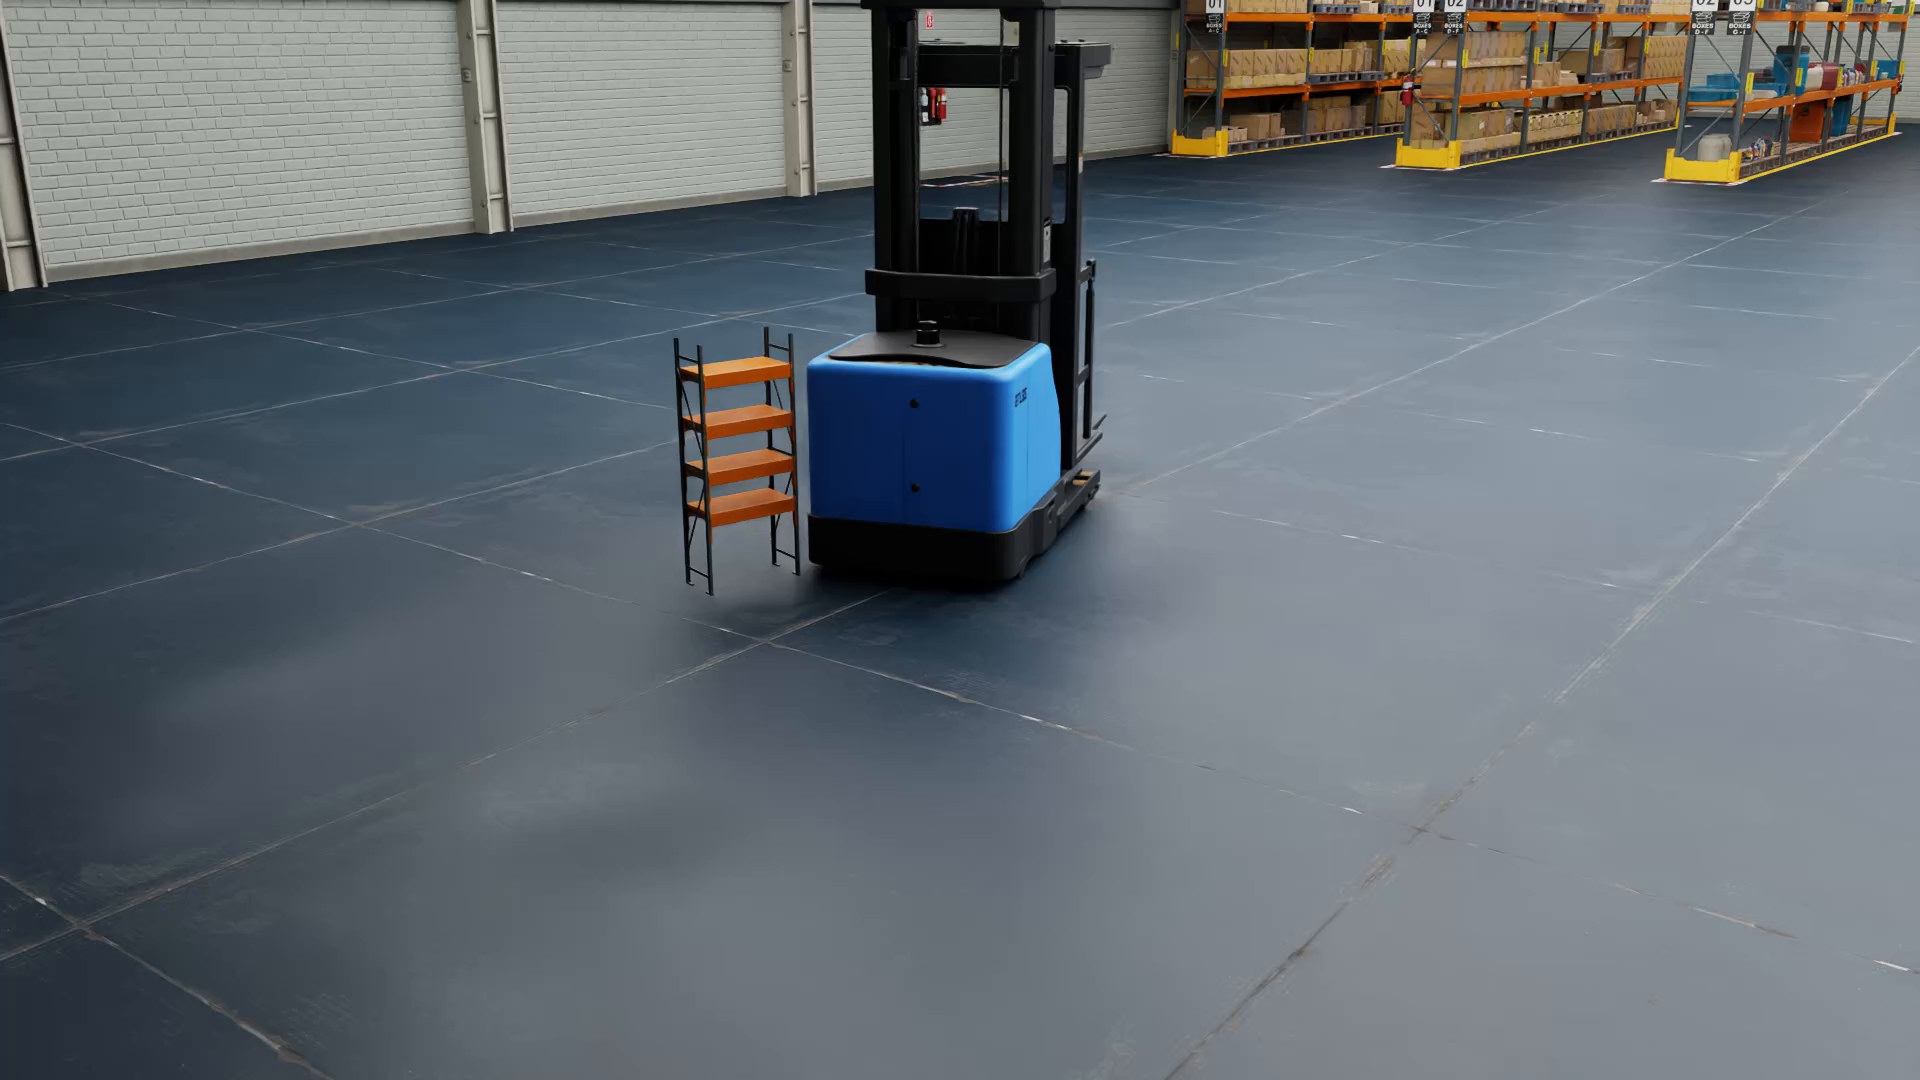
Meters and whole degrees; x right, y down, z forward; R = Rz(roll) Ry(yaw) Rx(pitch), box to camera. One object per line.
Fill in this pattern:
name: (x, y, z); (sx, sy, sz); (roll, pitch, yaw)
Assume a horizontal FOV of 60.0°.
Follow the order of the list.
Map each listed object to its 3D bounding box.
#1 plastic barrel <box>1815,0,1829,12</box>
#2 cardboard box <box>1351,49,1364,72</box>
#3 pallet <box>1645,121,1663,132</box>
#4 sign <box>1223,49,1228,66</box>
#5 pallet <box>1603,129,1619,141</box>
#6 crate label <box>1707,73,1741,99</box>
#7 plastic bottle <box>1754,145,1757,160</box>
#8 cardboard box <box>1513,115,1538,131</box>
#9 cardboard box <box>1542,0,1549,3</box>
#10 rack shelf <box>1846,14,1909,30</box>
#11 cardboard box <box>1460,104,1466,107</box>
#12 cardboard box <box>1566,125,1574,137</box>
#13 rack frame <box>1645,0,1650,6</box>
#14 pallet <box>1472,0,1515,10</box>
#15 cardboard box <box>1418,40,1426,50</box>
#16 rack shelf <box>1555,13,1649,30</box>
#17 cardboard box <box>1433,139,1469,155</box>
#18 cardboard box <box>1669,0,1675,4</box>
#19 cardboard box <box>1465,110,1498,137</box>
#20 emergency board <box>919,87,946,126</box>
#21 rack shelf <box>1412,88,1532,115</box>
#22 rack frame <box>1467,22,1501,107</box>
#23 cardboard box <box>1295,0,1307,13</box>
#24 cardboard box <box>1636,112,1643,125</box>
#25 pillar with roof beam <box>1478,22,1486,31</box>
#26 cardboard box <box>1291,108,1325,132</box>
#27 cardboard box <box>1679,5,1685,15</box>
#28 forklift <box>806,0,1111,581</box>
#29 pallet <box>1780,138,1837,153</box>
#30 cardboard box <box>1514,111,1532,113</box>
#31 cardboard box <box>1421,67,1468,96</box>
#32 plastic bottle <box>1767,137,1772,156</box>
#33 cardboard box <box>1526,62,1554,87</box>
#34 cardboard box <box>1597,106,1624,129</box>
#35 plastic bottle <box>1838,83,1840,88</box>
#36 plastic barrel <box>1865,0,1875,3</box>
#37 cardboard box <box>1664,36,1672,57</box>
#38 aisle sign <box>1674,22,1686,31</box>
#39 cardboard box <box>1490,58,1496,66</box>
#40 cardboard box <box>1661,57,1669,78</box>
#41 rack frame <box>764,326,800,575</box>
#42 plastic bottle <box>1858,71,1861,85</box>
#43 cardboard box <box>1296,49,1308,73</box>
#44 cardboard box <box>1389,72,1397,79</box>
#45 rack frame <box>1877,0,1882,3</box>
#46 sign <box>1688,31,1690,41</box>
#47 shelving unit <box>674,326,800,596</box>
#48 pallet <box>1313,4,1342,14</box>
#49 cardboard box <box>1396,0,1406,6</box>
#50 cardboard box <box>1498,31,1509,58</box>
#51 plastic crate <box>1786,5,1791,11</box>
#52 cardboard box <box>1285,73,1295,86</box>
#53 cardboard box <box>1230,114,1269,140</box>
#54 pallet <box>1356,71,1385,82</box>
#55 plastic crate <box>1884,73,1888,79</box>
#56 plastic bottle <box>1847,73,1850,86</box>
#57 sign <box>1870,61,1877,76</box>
plastic barrel: (17.076, -10.604, 33.007); (0.301, 0.262, 0.301); (0, 17, 0)
cardboard box: (9.106, -11.338, 39.287); (0.700, 0.500, 0.500); (10, 20, 30)
pallet: (17.190, -10.534, 42.309); (1.003, 0.211, 1.213); (12, 21, 35)
sign: (5.359, -9.744, 33.605); (0.100, 0.325, 0.005); (12, 21, 35)
pallet: (14.873, -9.586, 39.258); (1.003, 0.211, 1.213); (12, 21, 35)
crate label: (13.759, -8.179, 29.965); (0.502, 0.435, 0.616); (12, 21, 35)
plastic bottle: (14.414, -7.042, 30.220); (0.097, 0.271, 0.097); (0, 17, 0)
cardboard box: (11.733, -8.715, 34.731); (0.500, 0.311, 0.500); (13, 21, 35)
cardboard box: (11.987, -11.343, 34.699); (0.500, 0.250, 0.500); (10, 20, 29)
rack shelf: (21.221, -12.099, 38.804); (1.077, 0.370, 4.000); (12, 21, 35)
cardboard box: (13.211, -11.693, 44.845); (0.700, 0.500, 0.500); (13, 21, 36)
cardboard box: (13.248, -9.053, 36.767); (0.500, 0.250, 0.500); (12, 21, 34)
rack frame: (16.054, -14.275, 39.540); (1.000, 3.000, 0.127); (12, 21, 35)
pallet: (10.072, -10.398, 32.261); (1.003, 0.211, 1.213); (12, 21, 35)
cardboard box: (11.384, -12.444, 41.791); (0.500, 0.250, 0.500); (13, 21, 36)
rack shelf: (14.862, -12.023, 38.557); (1.077, 0.370, 4.000); (12, 21, 35)
cardboard box: (9.402, -7.528, 31.856); (0.500, 0.250, 0.500); (12, 21, 35)
cardboard box: (17.444, -13.437, 41.309); (0.500, 0.250, 0.500); (12, 21, 35)
cardboard box: (10.298, -8.243, 32.894); (0.500, 0.500, 0.500); (12, 21, 35)
emergency board: (-0.433, -7.735, 28.595); (0.194, 1.169, 0.643); (12, 21, 35)
rack shelf: (10.095, -8.685, 32.866); (1.077, 0.370, 4.000); (12, 21, 35)
rack frame: (14.456, -13.238, 46.313); (1.000, 3.000, 0.127); (12, 21, 35)
cardboard box: (7.202, -11.705, 36.117); (0.500, 0.500, 0.500); (13, 22, 36)
cardboard box: (16.477, -10.398, 40.962); (0.500, 0.311, 0.500); (12, 21, 35)
pillar with roof beam: (18.828, -16.138, 45.537); (9.100, 9.000, 0.400); (12, 21, 35)
cardboard box: (7.999, -9.706, 38.414); (0.700, 0.500, 0.500); (12, 21, 34)
cardboard box: (18.036, -13.438, 42.153); (0.500, 0.250, 0.500); (12, 21, 35)
forklift: (0.168, -1.602, 8.960); (1.130, 2.935, 3.031); (5, 18, 16)
pallet: (18.082, -8.445, 35.582); (1.003, 0.211, 1.213); (12, 21, 35)
cardboard box: (12.205, -9.170, 36.197); (0.500, 0.311, 0.500); (12, 21, 34)
cardboard box: (9.192, -8.709, 31.562); (0.700, 0.500, 0.500); (12, 21, 35)
plastic bottle: (15.111, -7.369, 31.142); (0.144, 0.351, 0.185); (12, 21, 33)
cardboard box: (12.370, -9.977, 35.647); (0.500, 0.500, 0.500); (12, 21, 35)
cardboard box: (15.389, -10.023, 39.435); (0.500, 0.500, 0.500); (13, 21, 35)
plastic bottle: (18.556, -9.706, 35.137); (0.061, 0.283, 0.133); (12, 21, 35)
plastic barrel: (19.649, -12.004, 36.257); (0.600, 0.588, 0.600); (0, 17, 0)
cardboard box: (17.481, -12.367, 41.654); (0.500, 0.500, 0.500); (13, 22, 36)
aisle sign: (18.724, -13.567, 42.990); (0.394, 0.787, 0.004); (12, 21, 35)
cardboard box: (10.227, -9.331, 32.472); (0.380, 0.149, 0.250); (13, 21, 35)
cardboard box: (17.480, -11.894, 41.818); (0.500, 0.500, 0.500); (12, 21, 34)
rack frame: (-0.866, -0.427, 8.096); (0.015, 1.200, 0.240); (-13, 22, -36)
plastic bottle: (19.953, -10.264, 36.936); (0.061, 0.283, 0.133); (12, 21, 35)
cardboard box: (7.273, -10.508, 36.479); (0.500, 0.500, 0.500); (12, 21, 35)
cardboard box: (10.455, -11.366, 40.676); (0.380, 0.149, 0.250); (13, 22, 36)
rack frame: (20.029, -13.399, 36.718); (1.000, 3.000, 0.127); (12, 21, 35)
sign: (18.871, -12.964, 42.948); (0.100, 0.325, 0.005); (12, 21, 35)
shelving unit: (-1.058, -0.383, 7.953); (0.503, 1.200, 0.258); (-13, 22, -36)
pallet: (7.760, -11.850, 37.105); (1.213, 0.211, 1.003); (12, 21, 35)
cardboard box: (10.546, -13.413, 40.910); (0.700, 0.500, 0.500); (14, 22, 37)
cardboard box: (10.429, -9.826, 32.970); (0.700, 0.500, 0.500); (12, 21, 35)
plastic crate: (14.631, -9.482, 29.605); (0.243, 0.136, 0.396); (12, 21, 35)
cardboard box: (6.964, -10.034, 36.216); (0.500, 0.250, 0.500); (13, 21, 35)
cardboard box: (6.224, -8.894, 35.798); (0.700, 0.500, 0.500); (11, 20, 31)
pallet: (9.351, -11.052, 39.599); (1.213, 0.211, 1.003); (12, 21, 35)
plastic crate: (22.072, -11.163, 39.978); (0.396, 0.136, 0.243); (12, 21, 35)
plastic bottle: (19.217, -9.970, 35.988); (0.061, 0.283, 0.133); (12, 21, 35)
sign: (20.470, -10.569, 37.252); (0.100, 0.325, 0.005); (12, 21, 35)
